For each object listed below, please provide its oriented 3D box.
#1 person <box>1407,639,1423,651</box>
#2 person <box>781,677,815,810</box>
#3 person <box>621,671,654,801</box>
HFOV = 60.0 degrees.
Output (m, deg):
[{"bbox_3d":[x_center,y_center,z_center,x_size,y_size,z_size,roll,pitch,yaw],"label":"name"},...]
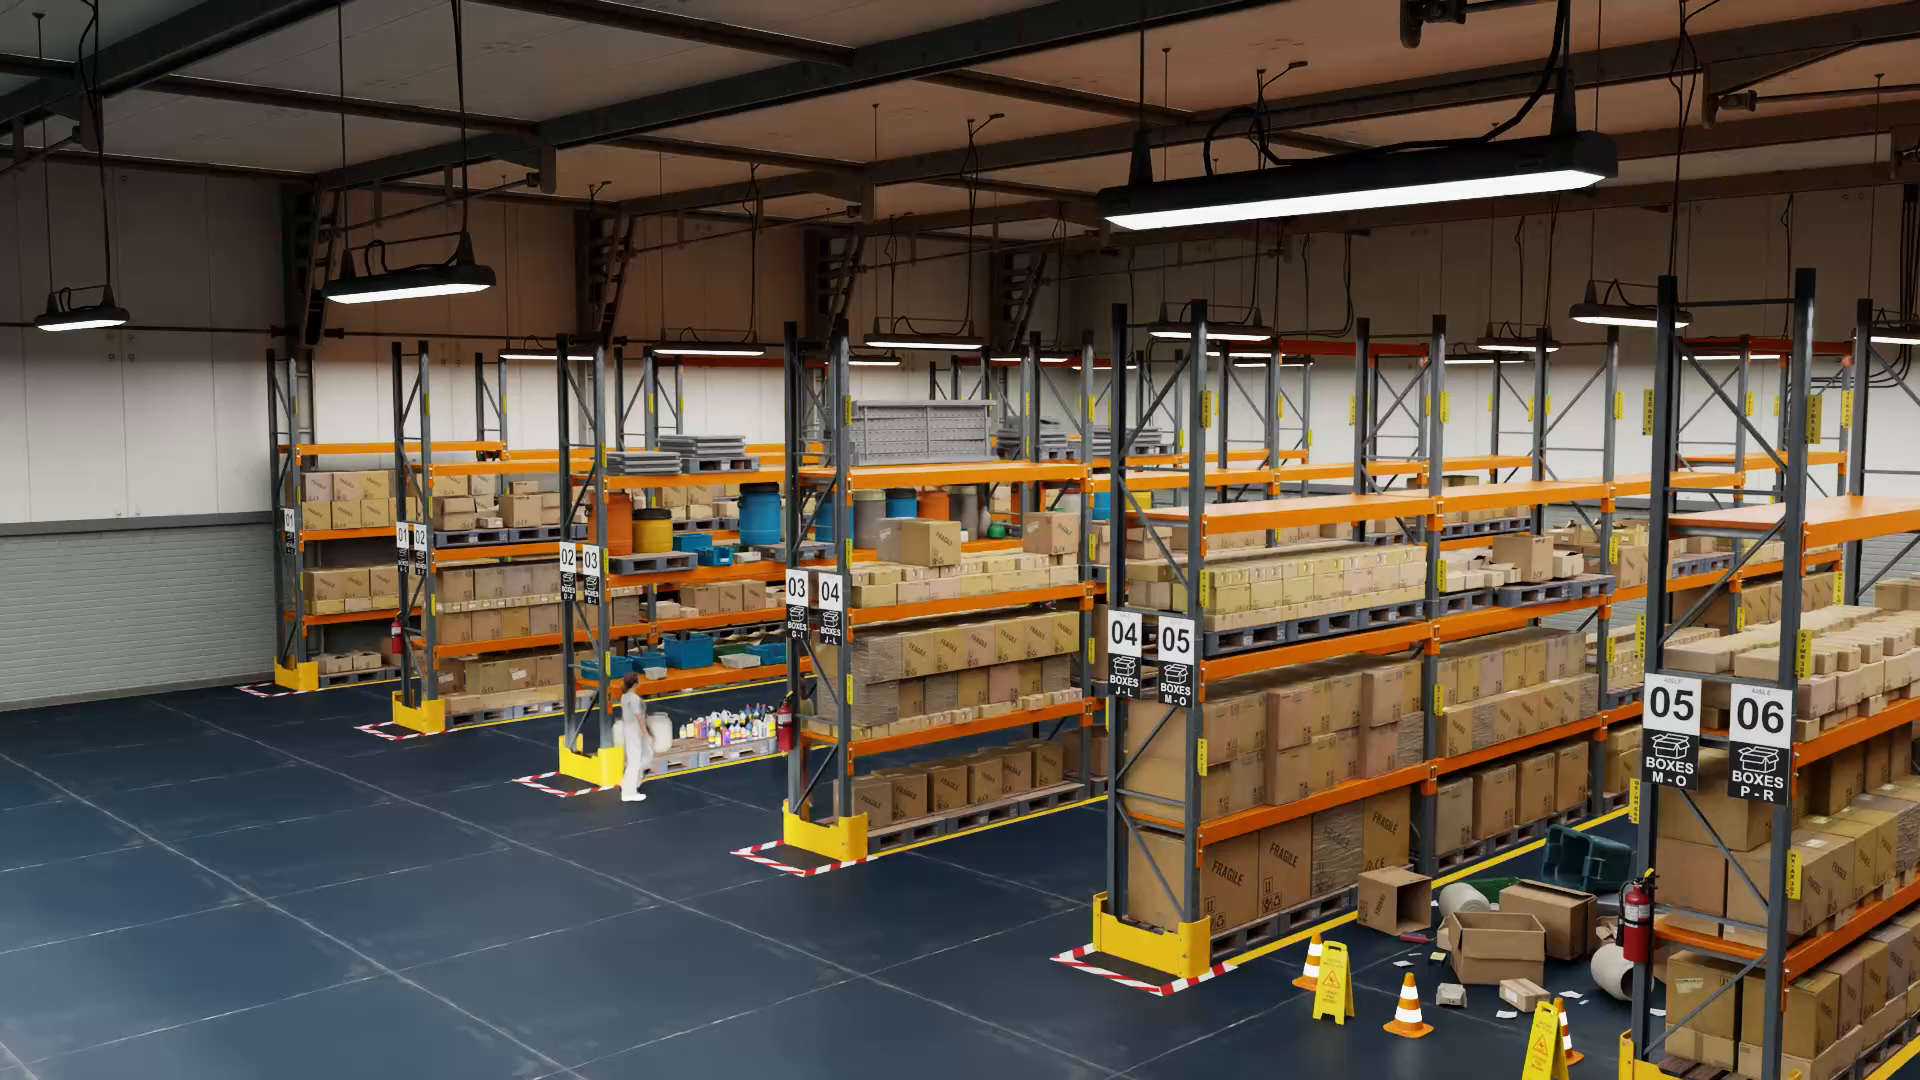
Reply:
[{"bbox_3d":[6.783,2.202,24.753,0.492,1.726,0.940,5,7,45],"label":"person"},{"bbox_3d":[-2.017,2.553,20.688,0.355,1.708,0.542,4,6,36],"label":"person"},{"bbox_3d":[-4.100,2.500,21.140,0.439,1.687,0.443,-2,5,-19],"label":"person"}]
